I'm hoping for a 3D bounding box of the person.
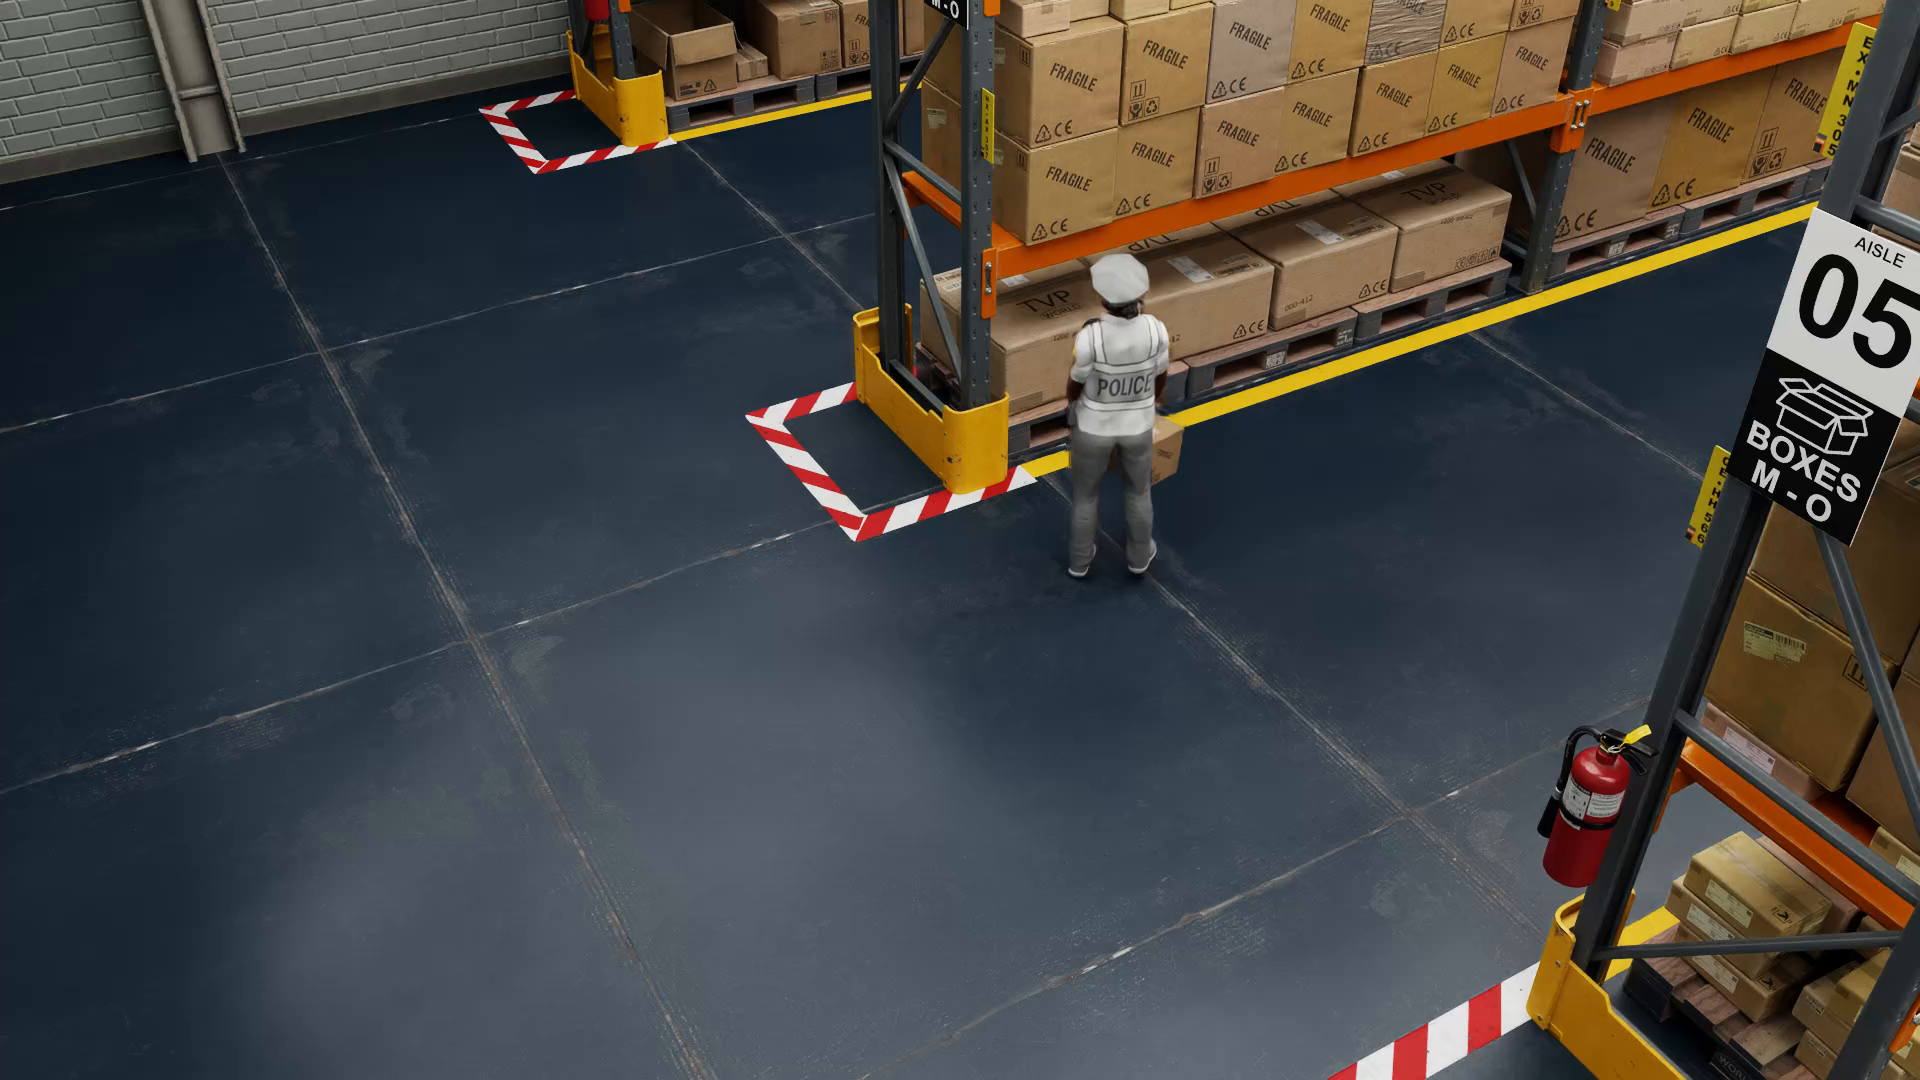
[{"bbox_3d":[0.727,-0.545,7.597,0.532,1.702,0.422,-8,38,-10],"label":"person"}]
